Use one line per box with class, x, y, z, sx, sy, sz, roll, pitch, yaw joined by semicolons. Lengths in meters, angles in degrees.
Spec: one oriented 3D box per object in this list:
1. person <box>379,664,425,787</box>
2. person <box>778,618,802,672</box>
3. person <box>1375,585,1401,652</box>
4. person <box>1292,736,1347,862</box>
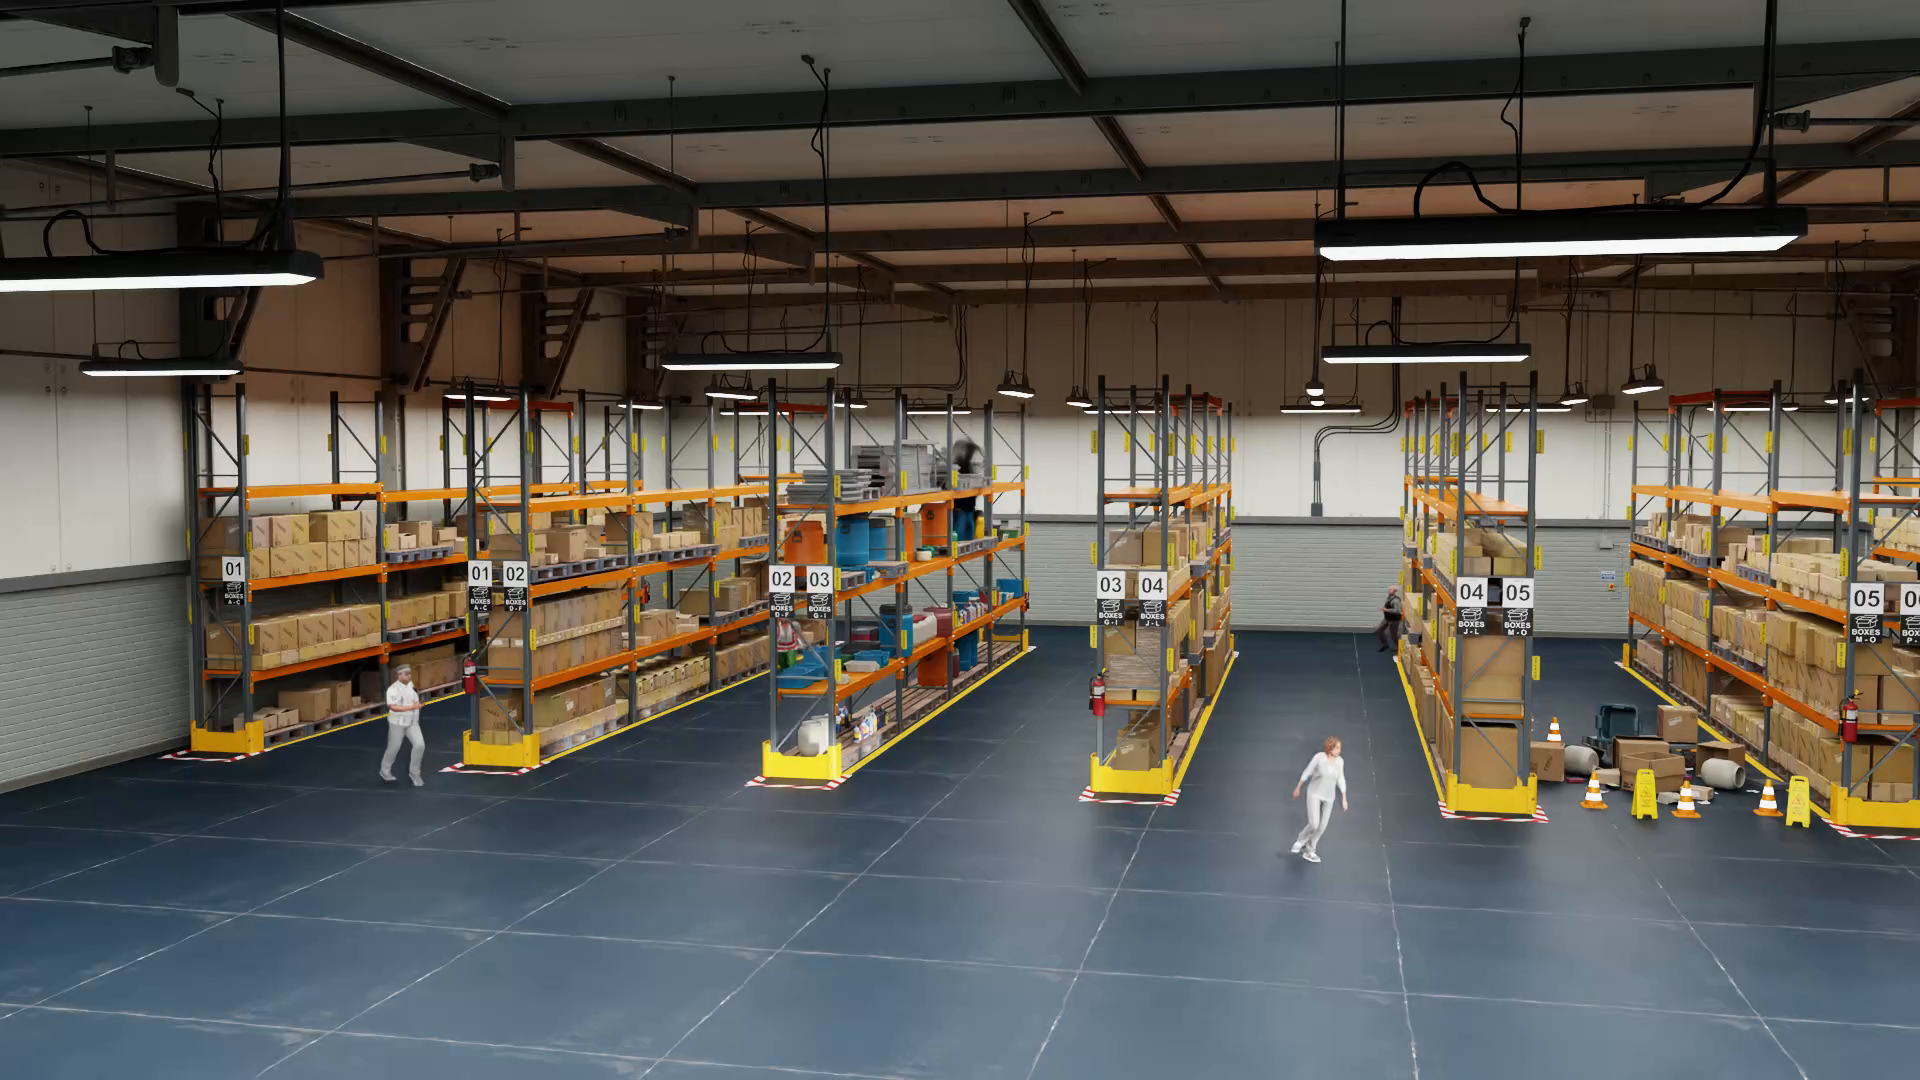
person;-8.191;2.729;24.435;0.875;1.841;0.610;2;4;33
person;-3.473;2.211;33.254;0.620;1.733;0.987;0;3;2
person;10.301;1.893;39.587;0.720;1.650;0.749;0;3;-8
person;4.304;3.097;19.904;0.569;1.547;0.548;-1;3;-17
